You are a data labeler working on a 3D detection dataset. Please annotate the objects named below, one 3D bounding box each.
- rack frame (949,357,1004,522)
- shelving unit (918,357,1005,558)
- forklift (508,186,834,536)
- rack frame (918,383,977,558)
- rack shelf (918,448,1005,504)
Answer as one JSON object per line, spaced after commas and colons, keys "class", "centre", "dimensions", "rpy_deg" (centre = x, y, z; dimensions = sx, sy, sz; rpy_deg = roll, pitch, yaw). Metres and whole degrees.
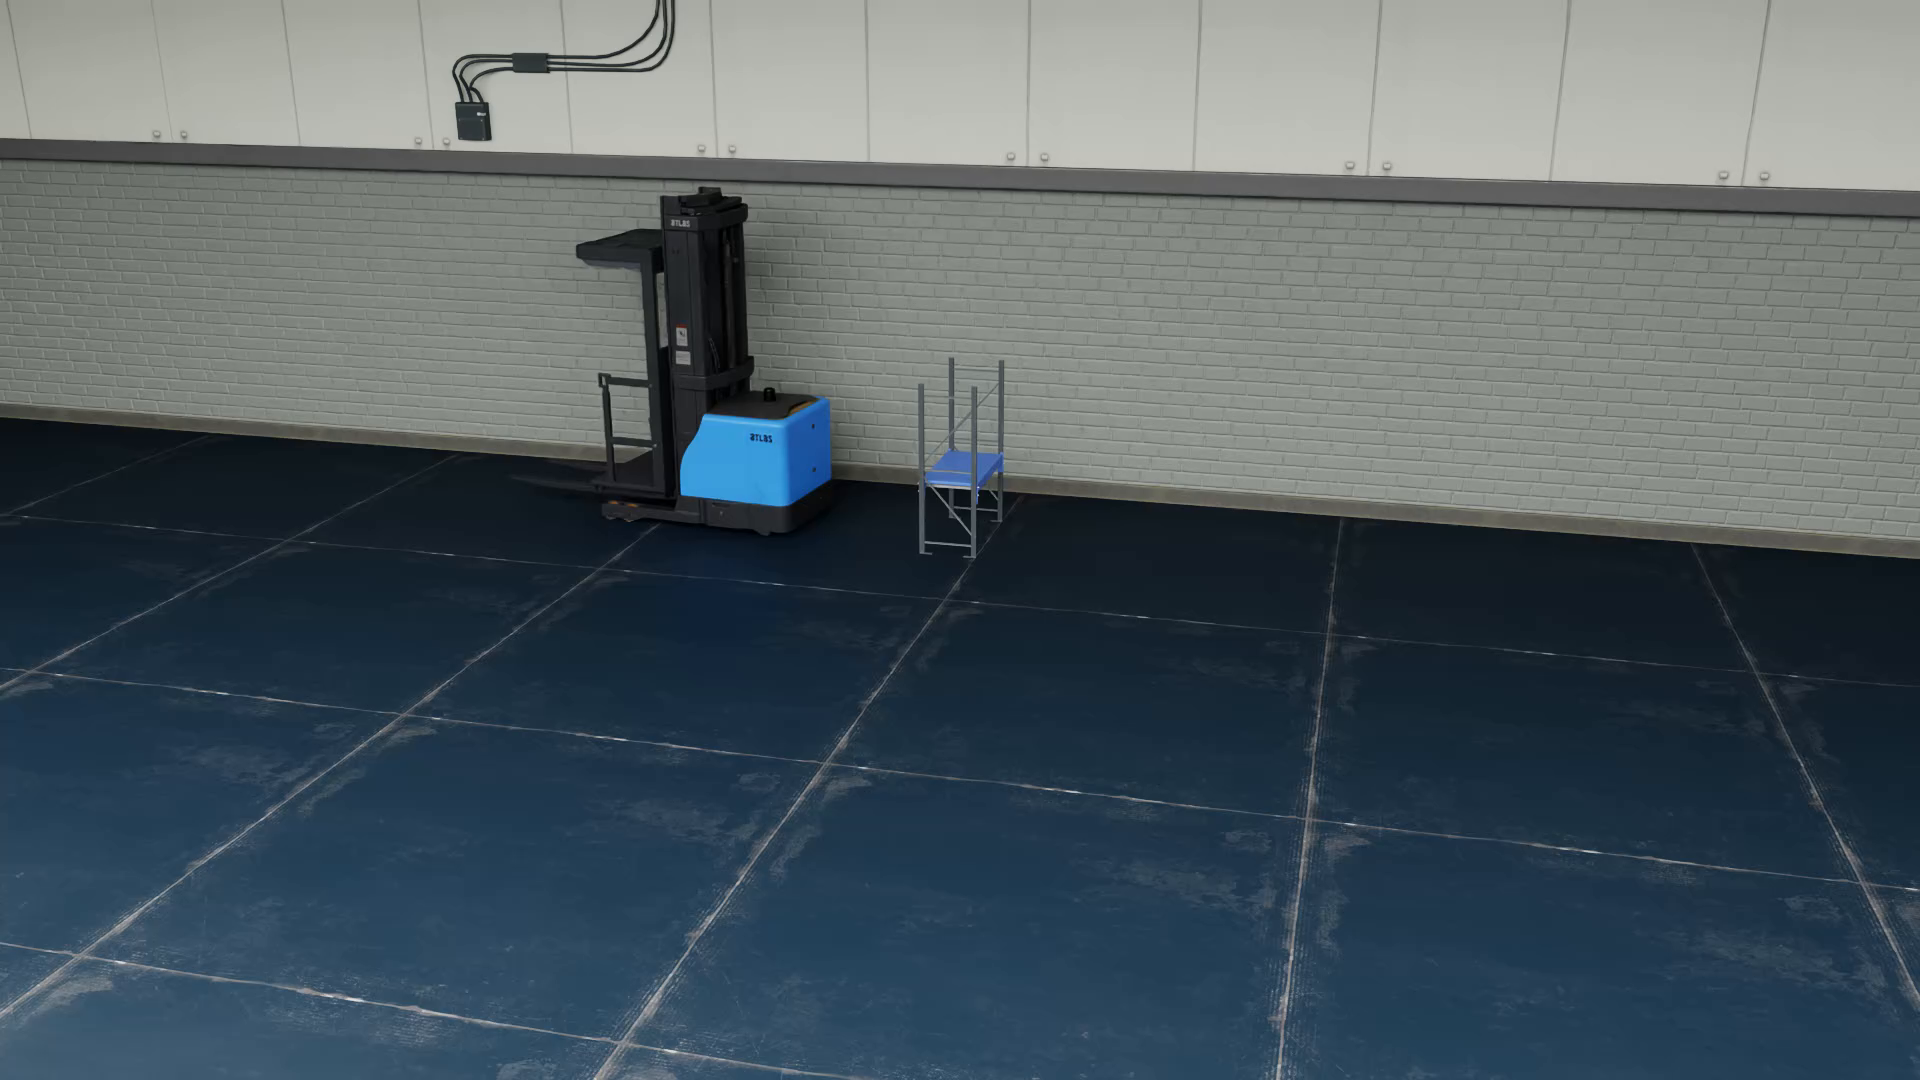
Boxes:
{"class": "rack frame", "centre": [0.145, -0.896, 14.990], "dimensions": [0.500, 1.500, 0.032], "rpy_deg": [5, 19, 13]}
{"class": "shelving unit", "centre": [0.021, -0.736, 14.523], "dimensions": [0.538, 1.500, 1.048], "rpy_deg": [5, 19, 13]}
{"class": "forklift", "centre": [-2.747, -1.701, 15.134], "dimensions": [3.031, 2.935, 1.130], "rpy_deg": [7, 20, 19]}
{"class": "rack frame", "centre": [-0.103, -0.577, 14.057], "dimensions": [0.500, 1.500, 0.032], "rpy_deg": [5, 19, 13]}
{"class": "rack shelf", "centre": [0.021, -0.566, 14.582], "dimensions": [0.538, 0.185, 1.000], "rpy_deg": [5, 19, 13]}
